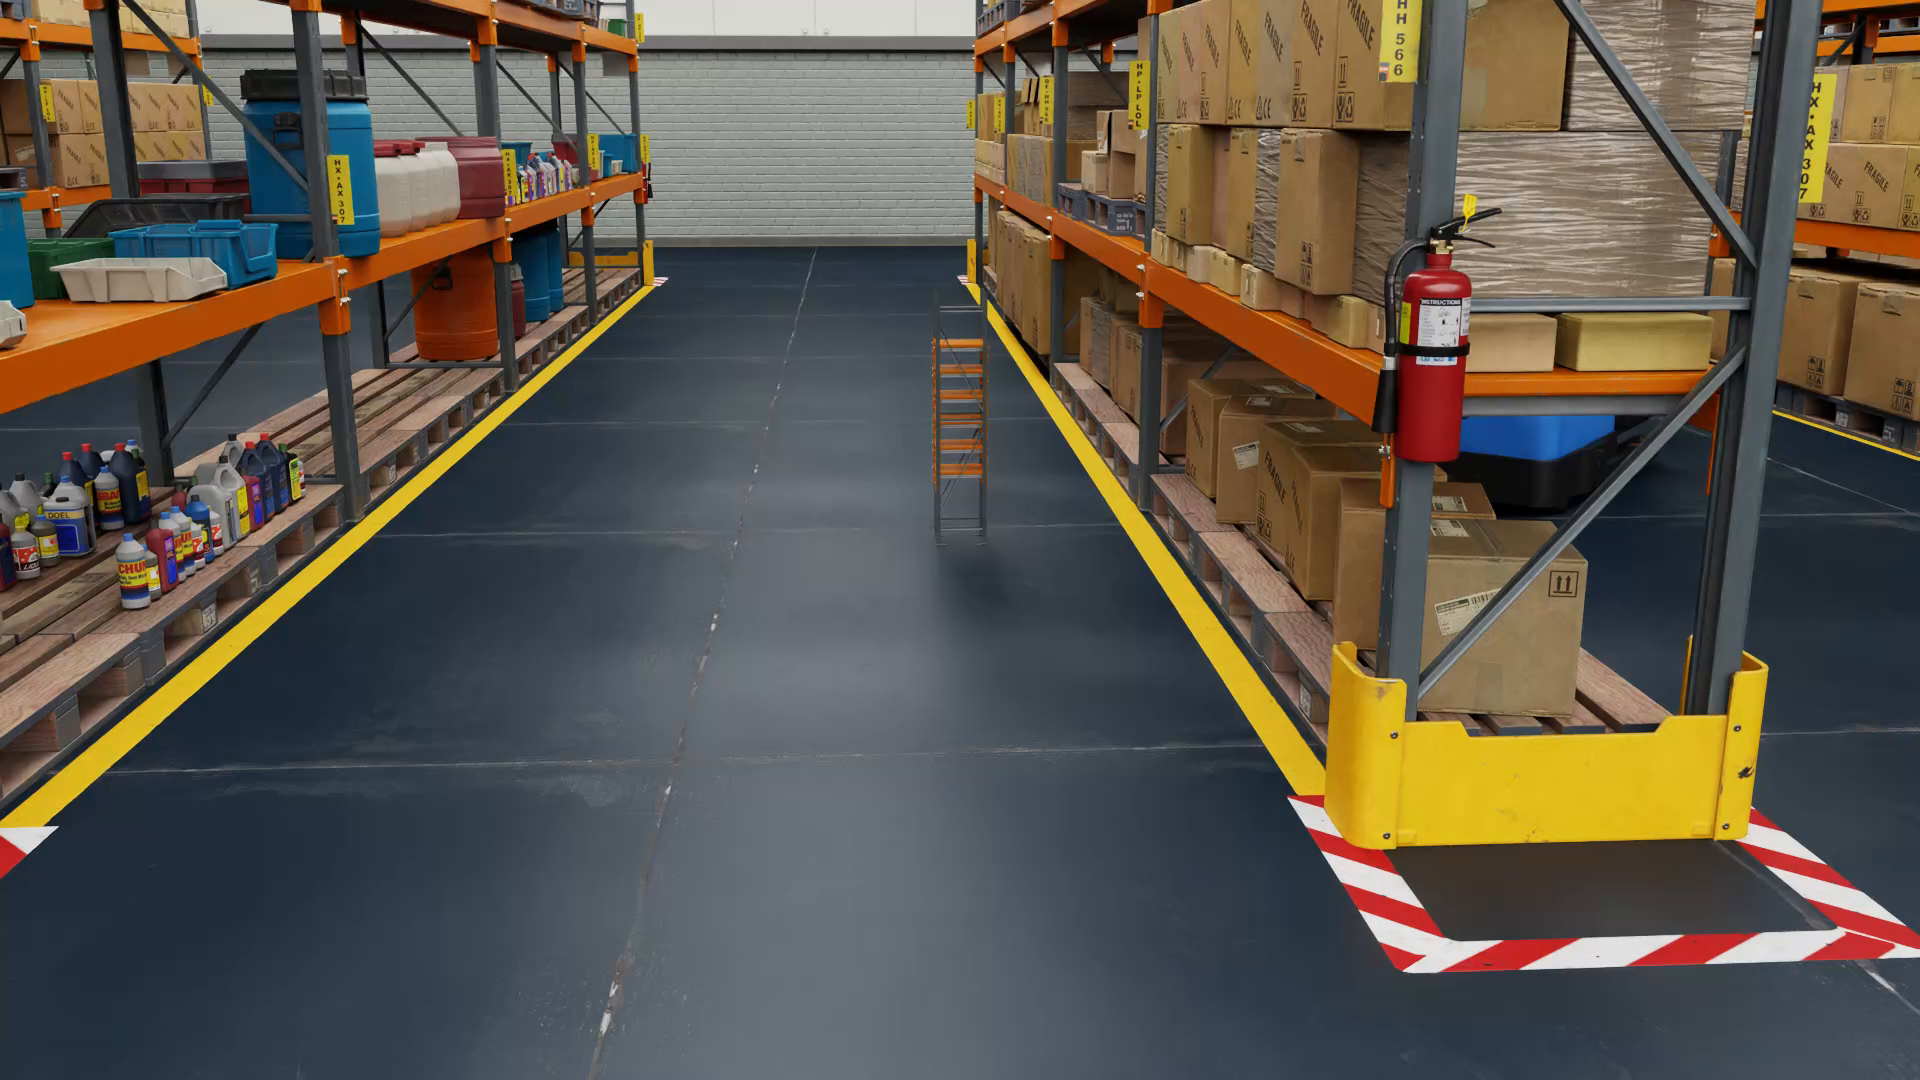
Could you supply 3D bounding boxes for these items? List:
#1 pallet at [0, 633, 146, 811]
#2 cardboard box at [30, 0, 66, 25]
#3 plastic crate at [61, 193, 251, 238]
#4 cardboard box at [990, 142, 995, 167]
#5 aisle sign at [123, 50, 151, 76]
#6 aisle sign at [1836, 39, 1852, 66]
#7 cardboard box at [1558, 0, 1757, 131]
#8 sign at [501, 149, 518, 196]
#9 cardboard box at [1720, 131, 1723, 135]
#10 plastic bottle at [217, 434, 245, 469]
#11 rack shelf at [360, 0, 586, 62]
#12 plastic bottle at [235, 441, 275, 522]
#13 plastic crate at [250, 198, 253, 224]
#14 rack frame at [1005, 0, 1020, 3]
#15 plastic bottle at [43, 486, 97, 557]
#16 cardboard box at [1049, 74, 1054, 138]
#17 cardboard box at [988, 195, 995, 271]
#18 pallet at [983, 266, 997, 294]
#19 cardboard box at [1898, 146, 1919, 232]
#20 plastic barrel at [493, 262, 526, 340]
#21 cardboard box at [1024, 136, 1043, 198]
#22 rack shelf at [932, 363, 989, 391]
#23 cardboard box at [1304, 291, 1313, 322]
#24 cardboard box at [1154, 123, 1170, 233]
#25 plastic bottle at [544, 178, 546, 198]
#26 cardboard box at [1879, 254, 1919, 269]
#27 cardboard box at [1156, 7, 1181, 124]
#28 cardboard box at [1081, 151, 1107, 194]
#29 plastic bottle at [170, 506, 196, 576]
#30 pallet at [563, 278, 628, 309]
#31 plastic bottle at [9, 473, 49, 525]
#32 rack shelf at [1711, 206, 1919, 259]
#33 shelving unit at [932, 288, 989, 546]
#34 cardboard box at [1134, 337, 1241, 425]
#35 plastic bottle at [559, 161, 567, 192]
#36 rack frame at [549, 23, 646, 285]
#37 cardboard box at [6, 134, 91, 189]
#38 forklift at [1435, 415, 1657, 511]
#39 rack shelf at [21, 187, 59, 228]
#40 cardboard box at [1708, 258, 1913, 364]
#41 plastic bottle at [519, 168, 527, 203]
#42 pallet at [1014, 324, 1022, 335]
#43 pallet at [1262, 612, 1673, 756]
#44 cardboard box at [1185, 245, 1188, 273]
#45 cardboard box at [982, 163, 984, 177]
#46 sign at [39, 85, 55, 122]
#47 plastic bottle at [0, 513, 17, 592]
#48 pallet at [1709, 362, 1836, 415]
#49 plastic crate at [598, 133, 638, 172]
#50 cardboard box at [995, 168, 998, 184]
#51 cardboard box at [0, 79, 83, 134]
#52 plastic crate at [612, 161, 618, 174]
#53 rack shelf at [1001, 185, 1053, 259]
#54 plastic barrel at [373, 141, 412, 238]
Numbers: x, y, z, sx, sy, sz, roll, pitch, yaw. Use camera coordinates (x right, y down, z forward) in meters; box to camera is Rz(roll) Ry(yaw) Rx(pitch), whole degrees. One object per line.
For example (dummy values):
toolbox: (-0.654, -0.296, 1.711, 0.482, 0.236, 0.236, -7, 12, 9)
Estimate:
pallet: (-3.366, 0.588, 5.316, 1.003, 0.211, 1.213, -1, 14, -3)
cardboard box: (-8.740, -4.955, 15.547, 0.500, 0.250, 0.500, -1, 14, -3)
plastic crate: (-3.612, -1.374, 7.473, 0.767, 0.338, 0.504, -1, 14, -3)
cardboard box: (0.575, -4.035, 17.394, 0.500, 0.250, 0.500, -1, 14, -2)
aisle sign: (-9.502, -5.717, 19.008, 0.394, 0.787, 0.004, -1, 14, -3)
aisle sign: (10.879, -6.032, 20.234, 0.394, 0.787, 0.004, -1, 14, -3)
cardboard box: (1.912, -1.436, 4.783, 0.500, 0.500, 0.500, -1, 14, -3)
sign: (-3.217, -2.621, 11.864, 0.100, 0.325, 0.005, -1, 14, -3)
cardboard box: (5.647, -3.144, 12.693, 0.380, 0.149, 0.250, -1, 15, -6)
plastic bottle: (-3.334, -0.309, 7.640, 0.144, 0.351, 0.185, -1, 14, -3)
rack shelf: (-3.889, -4.133, 13.494, 1.077, 0.370, 4.000, -1, 14, -3)
plastic bottle: (-3.178, -0.263, 7.463, 0.144, 0.351, 0.185, -2, 15, -6)
plastic crate: (-3.896, -1.798, 9.028, 0.392, 0.384, 0.575, -1, 14, -3)
rack frame: (0.930, -6.508, 15.261, 1.000, 3.000, 0.127, -1, 14, -3)
plastic bottle: (-3.697, -0.079, 6.898, 0.152, 0.276, 0.135, -1, 14, -3)
cardboard box: (1.112, -3.486, 13.342, 0.797, 0.503, 0.637, -1, 14, -2)
cardboard box: (0.802, -3.614, 19.473, 0.875, 0.875, 0.875, -1, 14, -3)
pallet: (0.810, -3.049, 19.454, 1.003, 0.211, 1.213, -1, 14, -3)
cardboard box: (6.021, -2.090, 9.928, 0.500, 0.500, 0.500, -1, 14, -3)
plastic barrel: (-3.882, -1.969, 13.656, 0.600, 0.588, 0.708, -1, 14, -3)
cardboard box: (0.809, -3.155, 14.068, 0.500, 0.500, 0.500, -1, 14, -2)
rack shelf: (0.001, -0.767, 7.814, 0.258, 0.103, 0.180, -1, 14, -3)
cardboard box: (1.394, -0.813, 5.671, 0.380, 0.149, 0.250, -1, 14, -3)
cardboard box: (1.392, -1.693, 7.787, 0.875, 0.500, 0.500, -1, 14, -3)
plastic bottle: (-3.555, -3.001, 14.069, 0.097, 0.201, 0.097, 0, 14, 0)
cardboard box: (10.834, -3.099, 18.349, 0.875, 0.438, 0.875, -1, 14, -5)
cardboard box: (1.200, -2.174, 7.651, 0.500, 0.500, 0.500, -1, 14, -3)
cardboard box: (1.053, -2.318, 10.475, 0.500, 0.250, 0.500, -1, 14, -5)
plastic bottle: (-3.098, 0.001, 6.596, 0.097, 0.271, 0.097, 0, 14, 0)
pallet: (-4.176, -2.662, 17.949, 1.003, 0.211, 1.213, -1, 14, -3)
plastic bottle: (-3.843, -0.107, 6.855, 0.144, 0.351, 0.185, -1, 14, -4)
rack shelf: (6.259, -1.813, 10.498, 1.077, 0.370, 4.000, -1, 14, -3)
shelving unit: (0.001, -0.577, 7.863, 0.258, 1.200, 0.189, -1, 14, -3)
cardboard box: (1.399, -0.887, 9.589, 0.700, 0.500, 0.500, -1, 14, -4)
plastic bottle: (-3.643, -3.282, 15.012, 0.152, 0.276, 0.135, -1, 14, -3)
rack frame: (-4.261, -4.521, 19.578, 1.000, 3.000, 0.127, -1, 14, -3)
cardboard box: (-8.717, -3.630, 15.914, 0.500, 0.500, 0.500, -1, 14, -2)
forklift: (3.436, -1.880, 9.452, 1.130, 2.935, 3.031, 11, 18, 35)
rack shelf: (-8.833, -2.605, 13.574, 1.077, 0.370, 4.000, -1, 14, -3)
cardboard box: (6.083, -1.620, 11.976, 1.050, 0.750, 0.750, -1, 14, -4)
plastic bottle: (-3.500, -2.817, 13.211, 0.097, 0.271, 0.097, 0, 14, 0)
pallet: (1.053, -2.061, 15.615, 1.003, 0.211, 1.213, -1, 14, -3)
pallet: (1.654, 0.511, 5.618, 1.003, 0.211, 1.213, -1, 14, -3)
cardboard box: (1.210, -1.247, 7.358, 0.380, 0.149, 0.250, -1, 14, -3)
cardboard box: (0.441, -4.127, 18.550, 0.380, 0.149, 0.250, -1, 14, -5)
sign: (-8.403, -4.021, 15.310, 0.100, 0.325, 0.005, -1, 14, -3)
plastic bottle: (-3.703, 0.046, 6.397, 0.061, 0.283, 0.133, -1, 14, -3)
pallet: (6.109, -1.112, 11.923, 1.003, 0.211, 1.213, -1, 14, -3)
plastic crate: (-4.054, -4.487, 19.253, 0.616, 0.435, 0.499, -1, 14, -3)
cardboard box: (0.553, -3.680, 16.812, 0.380, 0.149, 0.250, -1, 14, -4)
cardboard box: (-8.705, -4.105, 15.753, 0.500, 0.500, 0.500, -1, 14, -2)
plastic crate: (-4.026, -4.150, 18.545, 0.396, 0.136, 0.243, -1, 14, -3)
rack shelf: (1.054, -2.757, 14.165, 1.077, 0.370, 4.000, -1, 14, -3)
plastic barrel: (-3.403, -2.026, 9.609, 0.433, 0.535, 0.433, 0, 14, 0)
